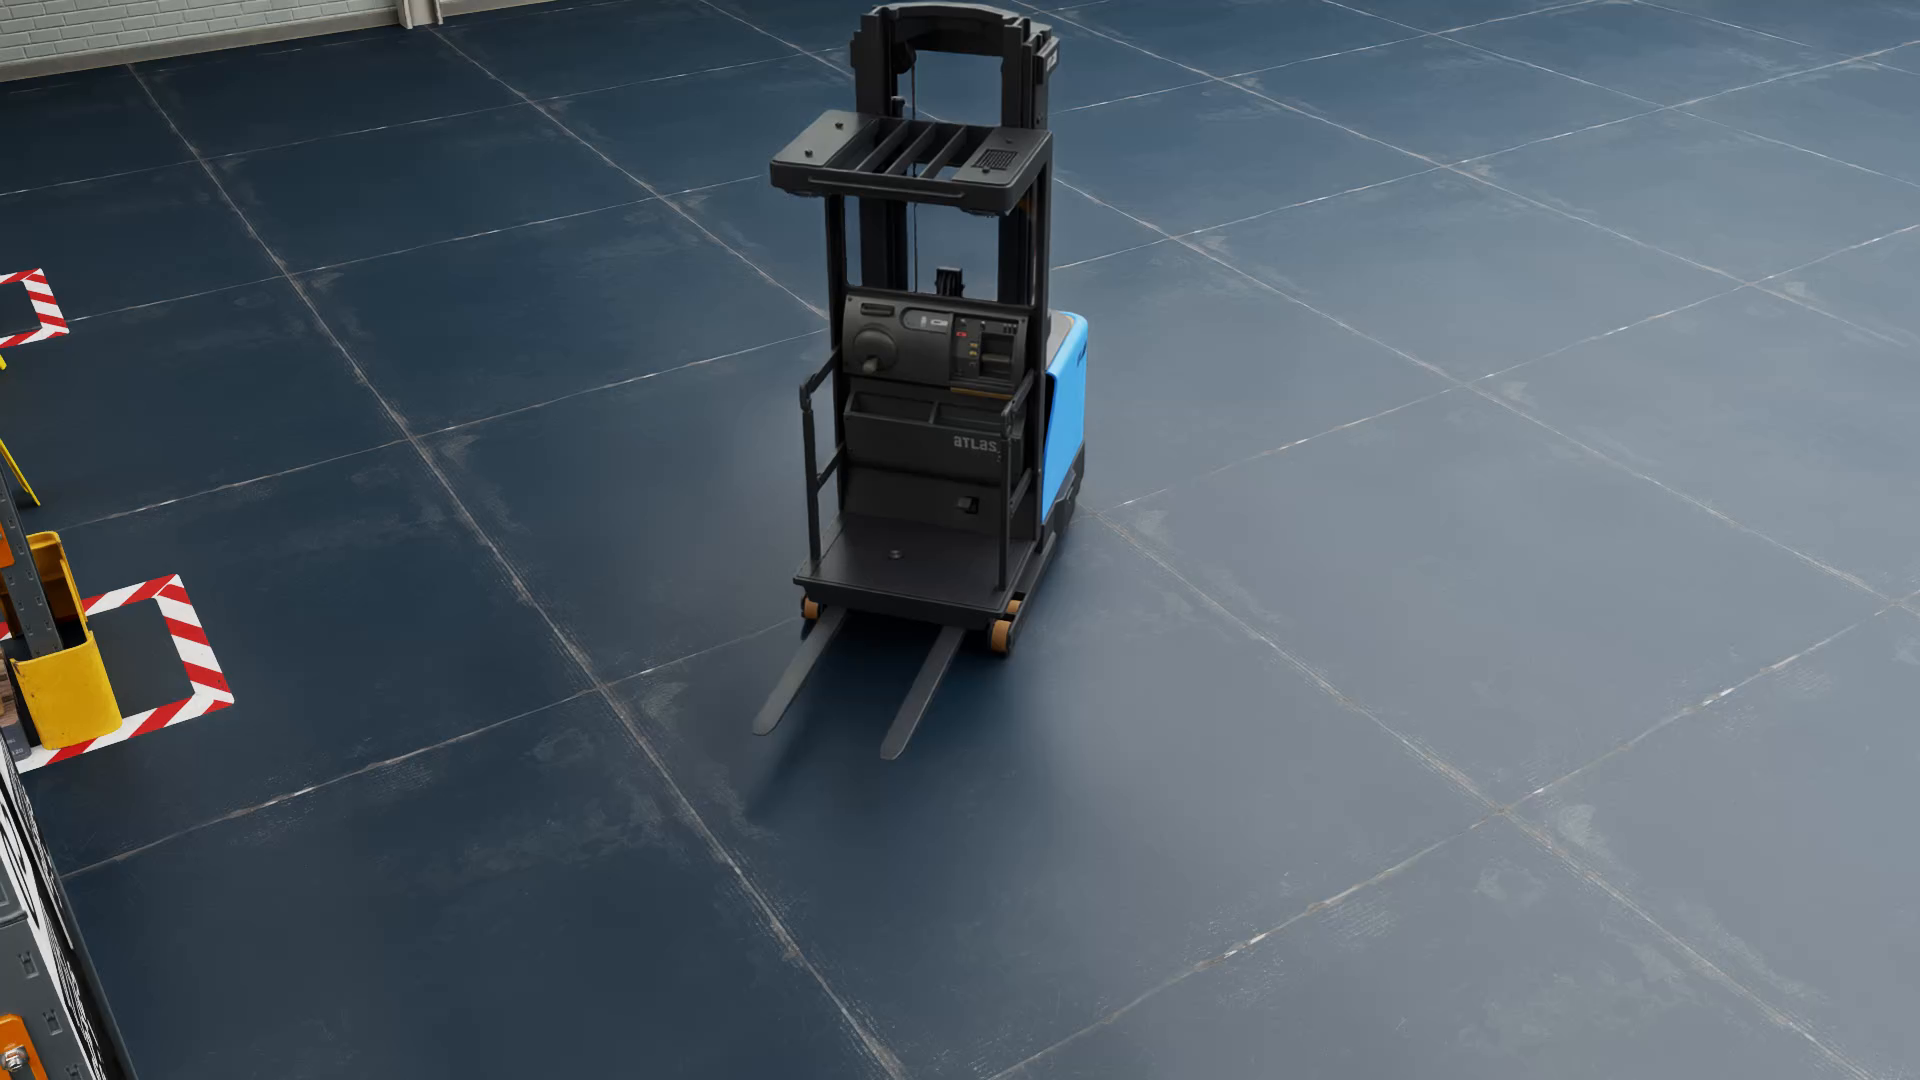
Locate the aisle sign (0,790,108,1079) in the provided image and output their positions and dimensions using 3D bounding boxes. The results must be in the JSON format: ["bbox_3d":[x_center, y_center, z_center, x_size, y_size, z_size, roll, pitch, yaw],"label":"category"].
[{"bbox_3d":[-1.602,0.686,2.914,0.004,0.787,0.394,-19,37,-27],"label":"aisle sign"}]

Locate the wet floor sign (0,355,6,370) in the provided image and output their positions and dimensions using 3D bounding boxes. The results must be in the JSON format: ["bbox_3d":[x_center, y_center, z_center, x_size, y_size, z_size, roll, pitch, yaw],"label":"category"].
[{"bbox_3d":[-6.447,-1.354,10.792,0.232,0.644,0.267,-7,33,-11],"label":"wet floor sign"}]

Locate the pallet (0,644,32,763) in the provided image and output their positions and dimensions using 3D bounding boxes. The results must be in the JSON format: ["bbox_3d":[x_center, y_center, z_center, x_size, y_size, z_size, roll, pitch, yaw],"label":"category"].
[{"bbox_3d":[-5.049,0.861,7.687,1.213,0.211,1.003,-19,37,-27],"label":"pallet"}]

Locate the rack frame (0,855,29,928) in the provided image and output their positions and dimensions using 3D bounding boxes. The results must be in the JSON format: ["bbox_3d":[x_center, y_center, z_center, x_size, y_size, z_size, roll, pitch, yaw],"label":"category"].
[{"bbox_3d":[-1.817,-0.868,2.192,0.127,3.000,1.000,-19,37,-27],"label":"rack frame"}]

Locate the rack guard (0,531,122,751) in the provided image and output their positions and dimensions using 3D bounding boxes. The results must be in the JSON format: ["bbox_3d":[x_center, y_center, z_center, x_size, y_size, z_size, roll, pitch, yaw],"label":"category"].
[{"bbox_3d":[-4.399,0.466,8.043,0.348,0.500,1.175,-19,37,-27],"label":"rack guard"}]

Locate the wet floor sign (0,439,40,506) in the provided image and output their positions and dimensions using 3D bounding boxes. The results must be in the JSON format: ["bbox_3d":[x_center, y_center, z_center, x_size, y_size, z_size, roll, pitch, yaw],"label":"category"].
[{"bbox_3d":[-5.468,-0.485,9.414,0.232,0.644,0.267,-26,41,-35],"label":"wet floor sign"}]

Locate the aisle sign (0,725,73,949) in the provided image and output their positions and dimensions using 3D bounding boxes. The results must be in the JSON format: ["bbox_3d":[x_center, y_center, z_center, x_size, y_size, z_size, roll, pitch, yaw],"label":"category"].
[{"bbox_3d":[-1.927,0.417,3.341,0.004,0.787,0.394,-19,37,-27],"label":"aisle sign"}]

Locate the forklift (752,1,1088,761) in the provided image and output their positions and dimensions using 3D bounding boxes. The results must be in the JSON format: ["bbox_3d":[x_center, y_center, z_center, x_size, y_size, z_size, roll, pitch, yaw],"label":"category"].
[{"bbox_3d":[-0.184,-0.909,7.943,1.130,2.935,3.031,9,33,14],"label":"forklift"}]

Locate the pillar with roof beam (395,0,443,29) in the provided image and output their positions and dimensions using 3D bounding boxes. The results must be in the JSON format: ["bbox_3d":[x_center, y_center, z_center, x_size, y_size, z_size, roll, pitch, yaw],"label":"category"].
[{"bbox_3d":[-3.577,-7.544,12.775,0.400,9.000,9.100,-19,37,-27],"label":"pillar with roof beam"}]

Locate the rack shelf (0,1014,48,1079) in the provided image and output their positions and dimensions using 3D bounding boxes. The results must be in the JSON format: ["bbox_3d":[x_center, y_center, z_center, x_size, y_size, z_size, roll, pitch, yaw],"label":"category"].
[{"bbox_3d":[-3.498,1.283,2.268,4.000,0.370,1.077,-19,37,-27],"label":"rack shelf"}]

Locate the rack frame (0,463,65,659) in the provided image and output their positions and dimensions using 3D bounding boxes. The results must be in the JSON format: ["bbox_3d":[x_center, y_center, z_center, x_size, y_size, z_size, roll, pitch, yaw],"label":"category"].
[{"bbox_3d":[-4.419,-0.584,7.365,0.127,3.000,1.000,-19,37,-27],"label":"rack frame"}]

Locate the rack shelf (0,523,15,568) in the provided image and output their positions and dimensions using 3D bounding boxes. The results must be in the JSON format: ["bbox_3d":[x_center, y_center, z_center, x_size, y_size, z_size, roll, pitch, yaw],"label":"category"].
[{"bbox_3d":[-6.100,0.298,6.640,4.000,0.370,1.077,-19,37,-27],"label":"rack shelf"}]

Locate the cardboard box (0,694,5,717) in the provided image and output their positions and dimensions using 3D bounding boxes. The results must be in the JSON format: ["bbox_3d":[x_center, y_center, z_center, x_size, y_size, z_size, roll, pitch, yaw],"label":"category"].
[{"bbox_3d":[-4.954,0.362,7.462,0.875,0.875,0.875,-19,37,-27],"label":"cardboard box"}]

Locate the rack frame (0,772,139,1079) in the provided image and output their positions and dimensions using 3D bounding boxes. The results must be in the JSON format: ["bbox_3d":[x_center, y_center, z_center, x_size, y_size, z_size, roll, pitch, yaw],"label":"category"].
[{"bbox_3d":[-1.817,1.669,3.793,0.127,3.000,1.000,-19,37,-27],"label":"rack frame"}]
